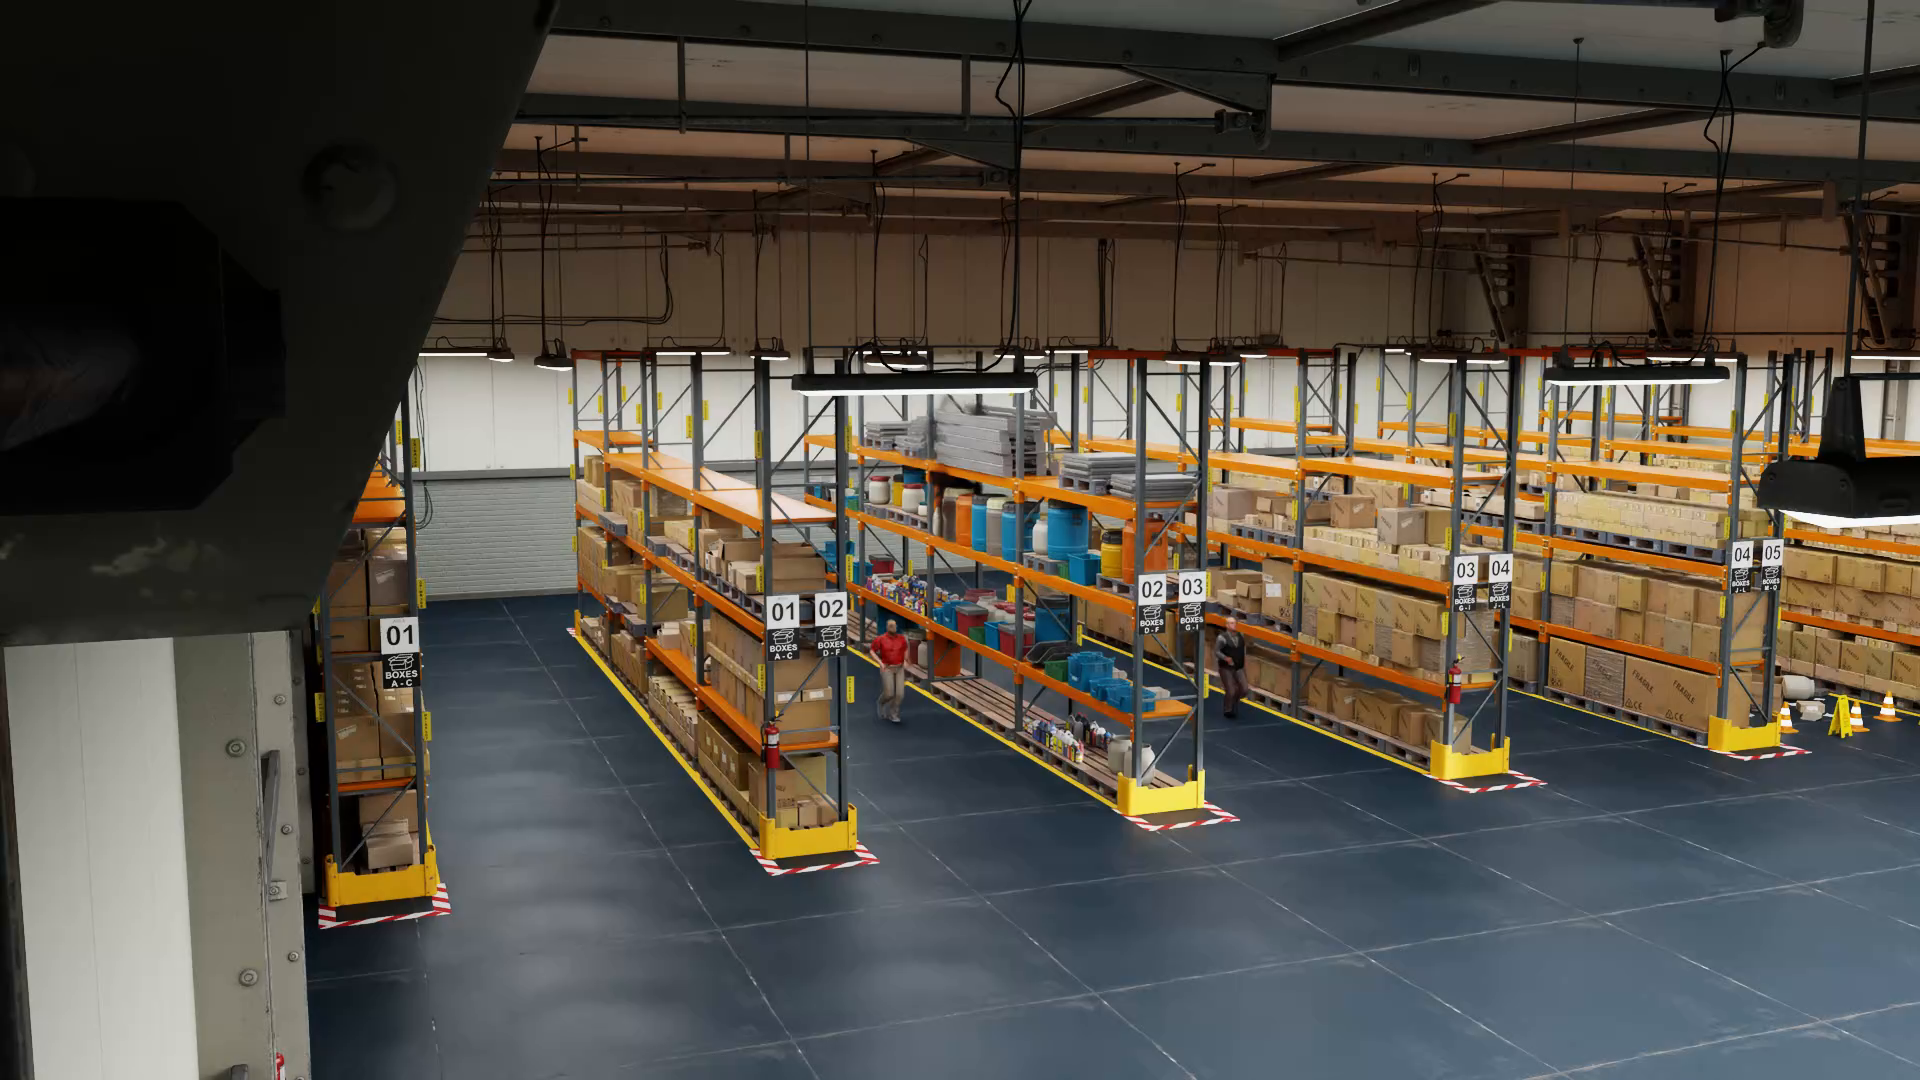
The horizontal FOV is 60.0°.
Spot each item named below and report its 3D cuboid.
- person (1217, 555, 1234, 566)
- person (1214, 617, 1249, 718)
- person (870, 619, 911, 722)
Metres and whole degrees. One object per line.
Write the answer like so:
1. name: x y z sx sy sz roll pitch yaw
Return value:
1. person: 6.726 0.328 41.604 0.624 1.679 0.761 3 8 20
2. person: 4.487 2.106 27.264 0.635 1.676 0.564 -2 8 -19
3. person: -1.099 2.131 27.113 0.658 1.676 0.618 -4 8 -27
